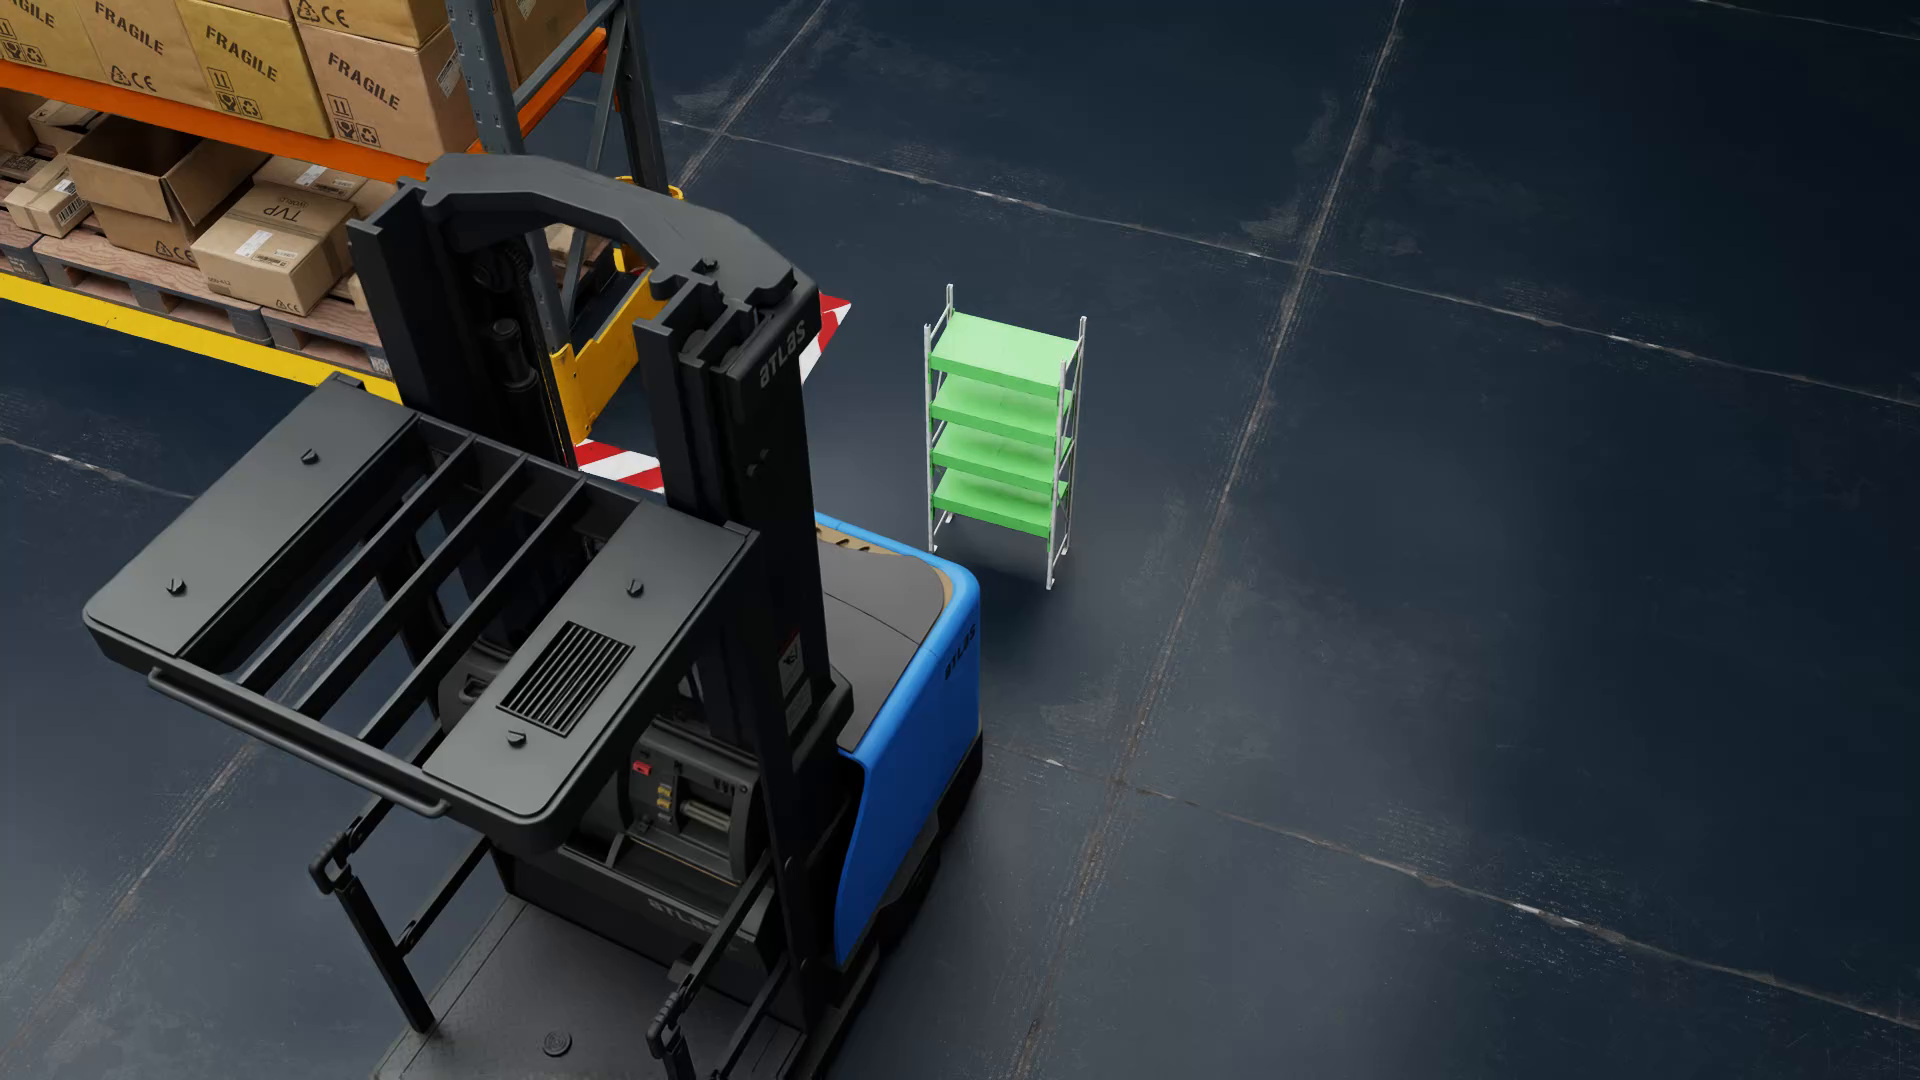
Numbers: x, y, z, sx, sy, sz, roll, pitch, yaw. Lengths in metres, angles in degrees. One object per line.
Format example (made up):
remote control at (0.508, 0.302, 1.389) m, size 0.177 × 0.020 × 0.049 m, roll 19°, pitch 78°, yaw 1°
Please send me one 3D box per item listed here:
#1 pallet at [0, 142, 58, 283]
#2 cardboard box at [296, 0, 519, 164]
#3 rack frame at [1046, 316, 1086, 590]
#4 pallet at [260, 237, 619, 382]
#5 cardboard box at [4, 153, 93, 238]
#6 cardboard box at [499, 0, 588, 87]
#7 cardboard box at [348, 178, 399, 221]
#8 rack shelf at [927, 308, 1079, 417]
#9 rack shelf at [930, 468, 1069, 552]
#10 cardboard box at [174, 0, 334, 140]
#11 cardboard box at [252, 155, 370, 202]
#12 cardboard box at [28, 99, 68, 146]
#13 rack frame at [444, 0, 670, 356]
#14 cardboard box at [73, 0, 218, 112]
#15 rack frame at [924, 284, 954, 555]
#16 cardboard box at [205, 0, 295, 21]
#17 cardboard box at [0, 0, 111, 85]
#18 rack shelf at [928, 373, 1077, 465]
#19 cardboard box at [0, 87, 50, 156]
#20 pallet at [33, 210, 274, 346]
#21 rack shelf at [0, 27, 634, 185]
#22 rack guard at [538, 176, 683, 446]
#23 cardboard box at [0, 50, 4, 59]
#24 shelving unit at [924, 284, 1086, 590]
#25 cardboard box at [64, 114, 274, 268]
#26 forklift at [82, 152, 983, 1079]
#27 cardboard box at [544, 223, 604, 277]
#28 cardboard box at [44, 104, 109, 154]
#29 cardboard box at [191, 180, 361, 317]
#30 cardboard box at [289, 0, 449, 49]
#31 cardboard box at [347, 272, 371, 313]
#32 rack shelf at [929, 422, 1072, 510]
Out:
pallet at (-4.594, -1.752, 7.996) m, size 1.213 × 0.211 × 1.003 m, roll 16°, pitch 51°, yaw 13°
cardboard box at (-2.000, -1.756, 6.087) m, size 0.500 × 0.500 × 0.500 m, roll 17°, pitch 51°, yaw 14°
rack frame at (0.384, -0.286, 6.070) m, size 0.015 × 1.200 × 0.240 m, roll 16°, pitch 51°, yaw 13°
pallet at (-2.305, -1.113, 7.442) m, size 1.213 × 0.211 × 1.003 m, roll 16°, pitch 51°, yaw 13°
cardboard box at (-4.104, -1.579, 7.584) m, size 0.250 × 0.166 × 0.380 m, roll 16°, pitch 51°, yaw 13°
cardboard box at (-1.811, -2.134, 6.415) m, size 0.500 × 0.500 × 0.500 m, roll 17°, pitch 51°, yaw 14°
cardboard box at (-2.366, -1.516, 7.474) m, size 0.500 × 0.250 × 0.500 m, roll 16°, pitch 51°, yaw 13°
rack shelf at (0.155, -0.622, 5.811) m, size 0.480 × 0.148 × 0.258 m, roll 16°, pitch 51°, yaw 13°
rack shelf at (0.155, -0.151, 6.355) m, size 0.480 × 0.148 × 0.258 m, roll 16°, pitch 51°, yaw 13°
cardboard box at (-2.488, -1.889, 6.203) m, size 0.500 × 0.500 × 0.500 m, roll 16°, pitch 51°, yaw 13°
cardboard box at (-2.835, -1.647, 7.588) m, size 0.500 × 0.250 × 0.500 m, roll 16°, pitch 51°, yaw 13°
cardboard box at (-4.233, -2.053, 8.006) m, size 0.250 × 0.149 × 0.380 m, roll 16°, pitch 51°, yaw 13°
rack frame at (-1.486, -1.798, 6.190) m, size 0.127 × 3.000 × 1.000 m, roll 16°, pitch 51°, yaw 13°
cardboard box at (-2.954, -2.023, 6.319) m, size 0.500 × 0.500 × 0.500 m, roll 16°, pitch 51°, yaw 13°
rack frame at (-0.074, -0.414, 6.181) m, size 0.015 × 1.200 × 0.240 m, roll 16°, pitch 51°, yaw 13°
cardboard box at (-2.473, -2.212, 5.821) m, size 0.500 × 0.500 × 0.500 m, roll 17°, pitch 51°, yaw 14°
cardboard box at (-3.427, -2.156, 6.434) m, size 0.500 × 0.500 × 0.500 m, roll 15°, pitch 51°, yaw 13°
rack shelf at (0.155, -0.465, 5.993) m, size 0.480 × 0.148 × 0.258 m, roll 16°, pitch 51°, yaw 13°
cardboard box at (-4.605, -2.223, 7.921) m, size 0.500 × 0.500 × 0.500 m, roll 16°, pitch 51°, yaw 13°
pallet at (-3.446, -1.434, 7.720) m, size 1.213 × 0.211 × 1.003 m, roll 16°, pitch 51°, yaw 13°
rack shelf at (-3.362, -2.087, 6.916) m, size 4.000 × 0.370 × 1.077 m, roll 16°, pitch 51°, yaw 13°
rack guard at (-1.557, -1.000, 7.152) m, size 0.348 × 0.500 × 1.175 m, roll 16°, pitch 51°, yaw 13°
cardboard box at (-3.904, -2.288, 6.548) m, size 0.500 × 0.500 × 0.500 m, roll 15°, pitch 51°, yaw 13°
shelving unit at (0.155, -0.350, 6.126) m, size 0.503 × 1.200 × 0.258 m, roll 16°, pitch 51°, yaw 13°
cardboard box at (-3.474, -1.684, 7.452) m, size 0.637 × 0.503 × 0.797 m, roll 16°, pitch 51°, yaw 13°
forklift at (-1.020, 0.686, 4.082) m, size 1.130 × 2.935 × 3.031 m, roll 20°, pitch 52°, yaw 17°
cardboard box at (-1.759, -1.362, 7.408) m, size 0.250 × 0.149 × 0.380 m, roll 16°, pitch 51°, yaw 13°
cardboard box at (-3.902, -1.965, 7.823) m, size 0.500 × 0.311 × 0.500 m, roll 16°, pitch 51°, yaw 13°
cardboard box at (-2.962, -1.280, 7.269) m, size 0.500 × 0.250 × 0.500 m, roll 16°, pitch 51°, yaw 13°
cardboard box at (-1.999, -2.080, 5.707) m, size 0.500 × 0.500 × 0.500 m, roll 15°, pitch 51°, yaw 13°
cardboard box at (-2.430, -1.152, 7.214) m, size 0.250 × 0.166 × 0.380 m, roll 16°, pitch 51°, yaw 13°
rack shelf at (0.155, -0.308, 6.174) m, size 0.480 × 0.148 × 0.258 m, roll 16°, pitch 51°, yaw 13°
